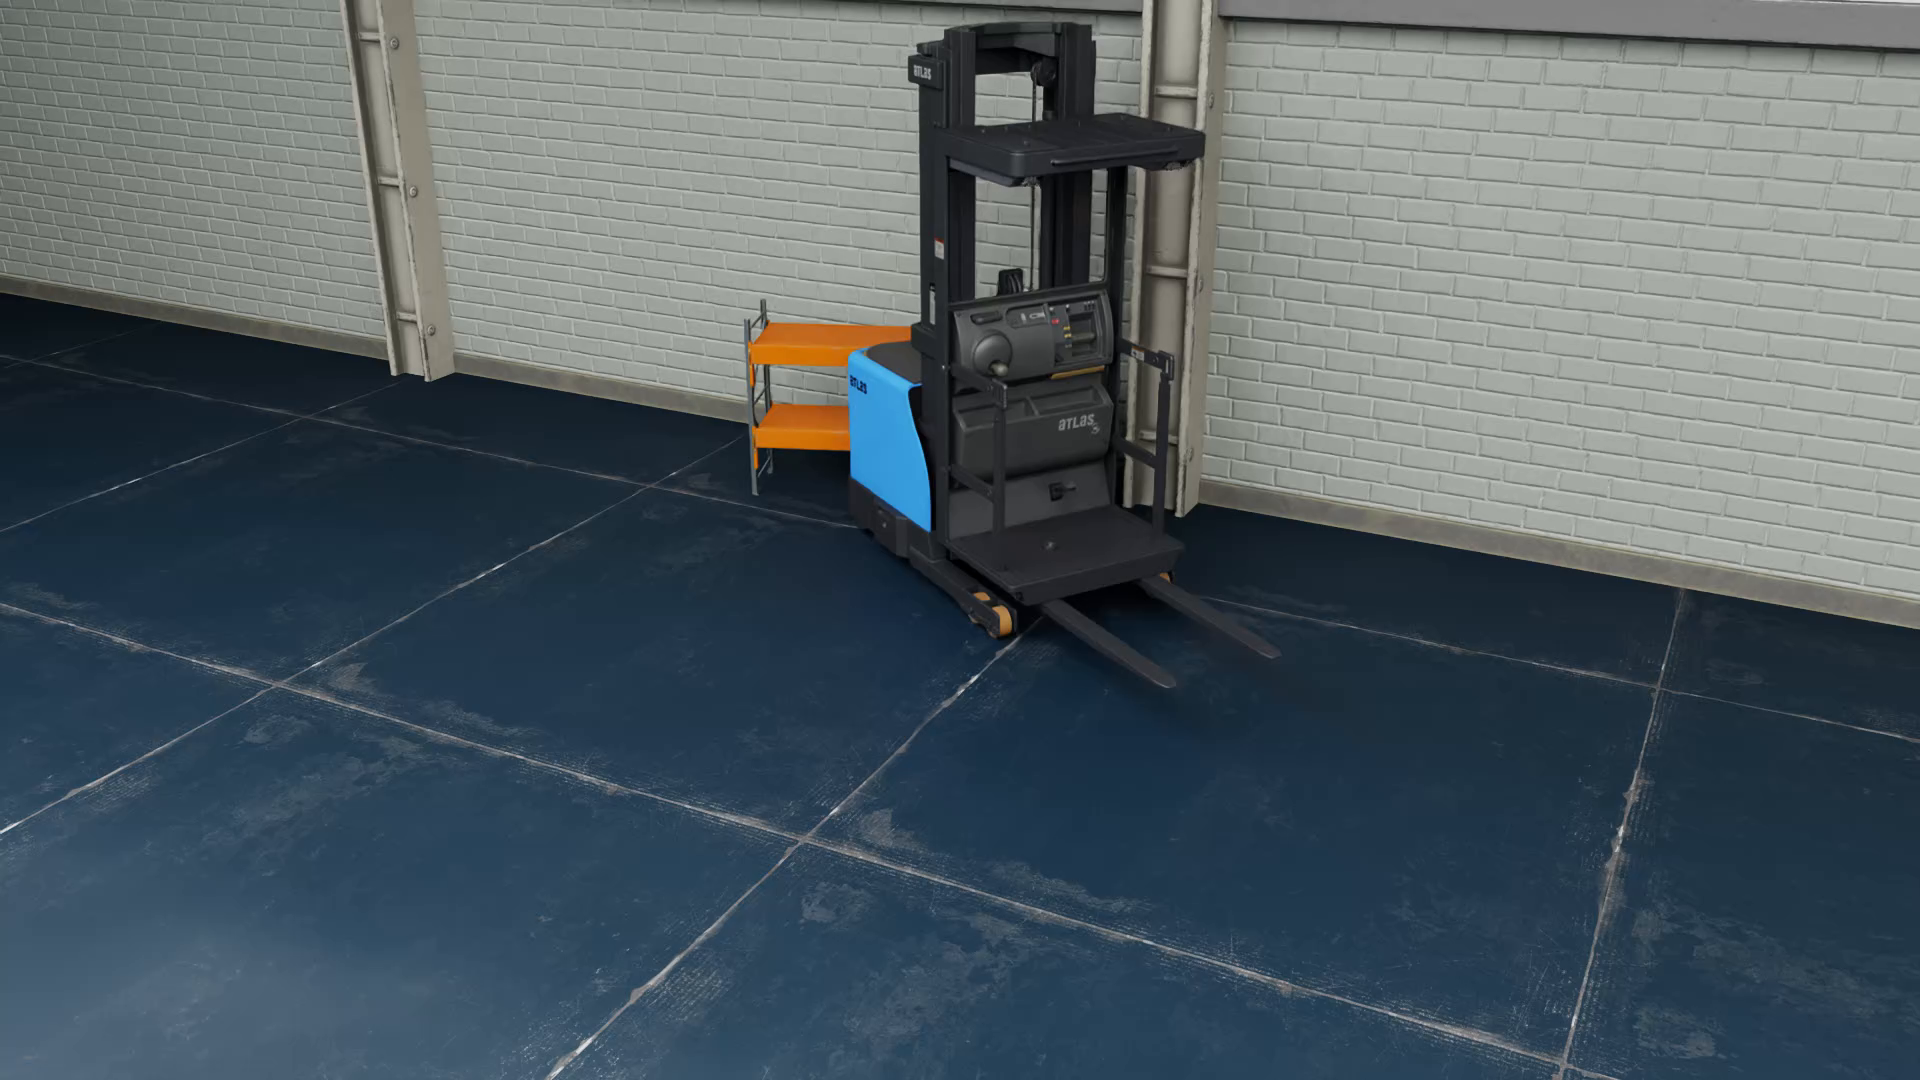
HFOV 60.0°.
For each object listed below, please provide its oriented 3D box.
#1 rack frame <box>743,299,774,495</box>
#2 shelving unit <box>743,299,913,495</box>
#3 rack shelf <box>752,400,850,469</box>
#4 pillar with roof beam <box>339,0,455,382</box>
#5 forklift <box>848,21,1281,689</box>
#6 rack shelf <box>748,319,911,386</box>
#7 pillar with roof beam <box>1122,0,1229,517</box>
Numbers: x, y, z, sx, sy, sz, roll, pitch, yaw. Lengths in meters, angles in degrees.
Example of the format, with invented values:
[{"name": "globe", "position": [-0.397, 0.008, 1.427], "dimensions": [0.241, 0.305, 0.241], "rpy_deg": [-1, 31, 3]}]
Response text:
[{"name": "rack frame", "position": [-1.257, -0.896, 10.420], "dimensions": [0.032, 1.125, 0.500], "rpy_deg": [2, 23, 6]}, {"name": "shelving unit", "position": [-0.752, -0.875, 10.369], "dimensions": [1.048, 1.125, 0.538], "rpy_deg": [2, 23, 6]}, {"name": "rack shelf", "position": [-0.752, -0.650, 10.465], "dimensions": [1.000, 0.278, 0.538], "rpy_deg": [2, 23, 6]}, {"name": "pillar with roof beam", "position": [-6.055, -3.922, 7.473], "dimensions": [0.400, 9.000, 9.100], "rpy_deg": [11, 25, 25]}, {"name": "forklift", "position": [0.496, -1.048, 8.469], "dimensions": [1.130, 2.935, 3.031], "rpy_deg": [-12, 26, -27]}, {"name": "rack shelf", "position": [-0.752, -1.144, 10.255], "dimensions": [1.000, 0.278, 0.538], "rpy_deg": [2, 23, 6]}, {"name": "pillar with roof beam", "position": [-0.700, -2.862, 4.982], "dimensions": [0.400, 9.000, 9.100], "rpy_deg": [11, 25, 25]}]
